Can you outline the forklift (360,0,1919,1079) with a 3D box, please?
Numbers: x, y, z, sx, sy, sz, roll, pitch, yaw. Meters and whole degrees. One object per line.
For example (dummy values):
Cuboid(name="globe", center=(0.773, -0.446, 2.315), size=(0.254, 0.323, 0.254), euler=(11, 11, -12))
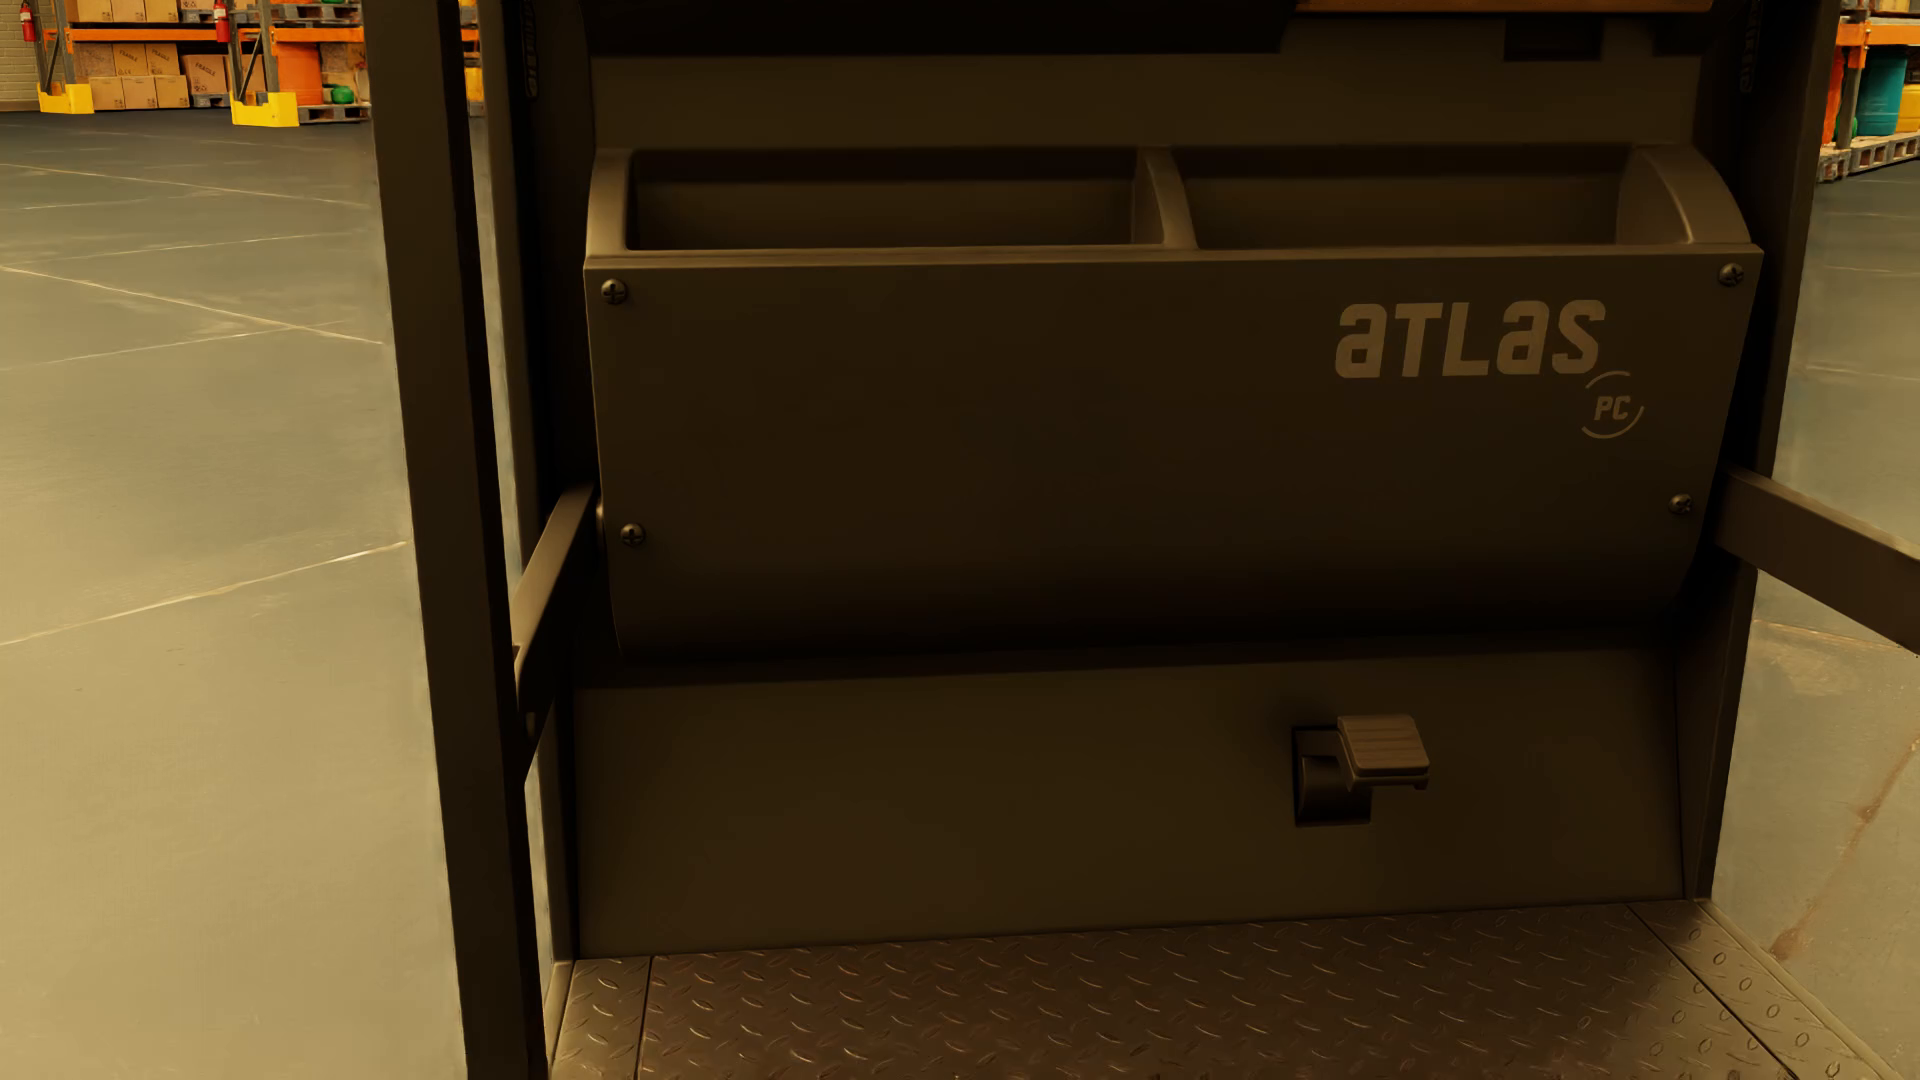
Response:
Cuboid(name="forklift", center=(0.198, -0.643, 1.014), size=(1.130, 2.935, 3.031), euler=(-2, 17, -6))
